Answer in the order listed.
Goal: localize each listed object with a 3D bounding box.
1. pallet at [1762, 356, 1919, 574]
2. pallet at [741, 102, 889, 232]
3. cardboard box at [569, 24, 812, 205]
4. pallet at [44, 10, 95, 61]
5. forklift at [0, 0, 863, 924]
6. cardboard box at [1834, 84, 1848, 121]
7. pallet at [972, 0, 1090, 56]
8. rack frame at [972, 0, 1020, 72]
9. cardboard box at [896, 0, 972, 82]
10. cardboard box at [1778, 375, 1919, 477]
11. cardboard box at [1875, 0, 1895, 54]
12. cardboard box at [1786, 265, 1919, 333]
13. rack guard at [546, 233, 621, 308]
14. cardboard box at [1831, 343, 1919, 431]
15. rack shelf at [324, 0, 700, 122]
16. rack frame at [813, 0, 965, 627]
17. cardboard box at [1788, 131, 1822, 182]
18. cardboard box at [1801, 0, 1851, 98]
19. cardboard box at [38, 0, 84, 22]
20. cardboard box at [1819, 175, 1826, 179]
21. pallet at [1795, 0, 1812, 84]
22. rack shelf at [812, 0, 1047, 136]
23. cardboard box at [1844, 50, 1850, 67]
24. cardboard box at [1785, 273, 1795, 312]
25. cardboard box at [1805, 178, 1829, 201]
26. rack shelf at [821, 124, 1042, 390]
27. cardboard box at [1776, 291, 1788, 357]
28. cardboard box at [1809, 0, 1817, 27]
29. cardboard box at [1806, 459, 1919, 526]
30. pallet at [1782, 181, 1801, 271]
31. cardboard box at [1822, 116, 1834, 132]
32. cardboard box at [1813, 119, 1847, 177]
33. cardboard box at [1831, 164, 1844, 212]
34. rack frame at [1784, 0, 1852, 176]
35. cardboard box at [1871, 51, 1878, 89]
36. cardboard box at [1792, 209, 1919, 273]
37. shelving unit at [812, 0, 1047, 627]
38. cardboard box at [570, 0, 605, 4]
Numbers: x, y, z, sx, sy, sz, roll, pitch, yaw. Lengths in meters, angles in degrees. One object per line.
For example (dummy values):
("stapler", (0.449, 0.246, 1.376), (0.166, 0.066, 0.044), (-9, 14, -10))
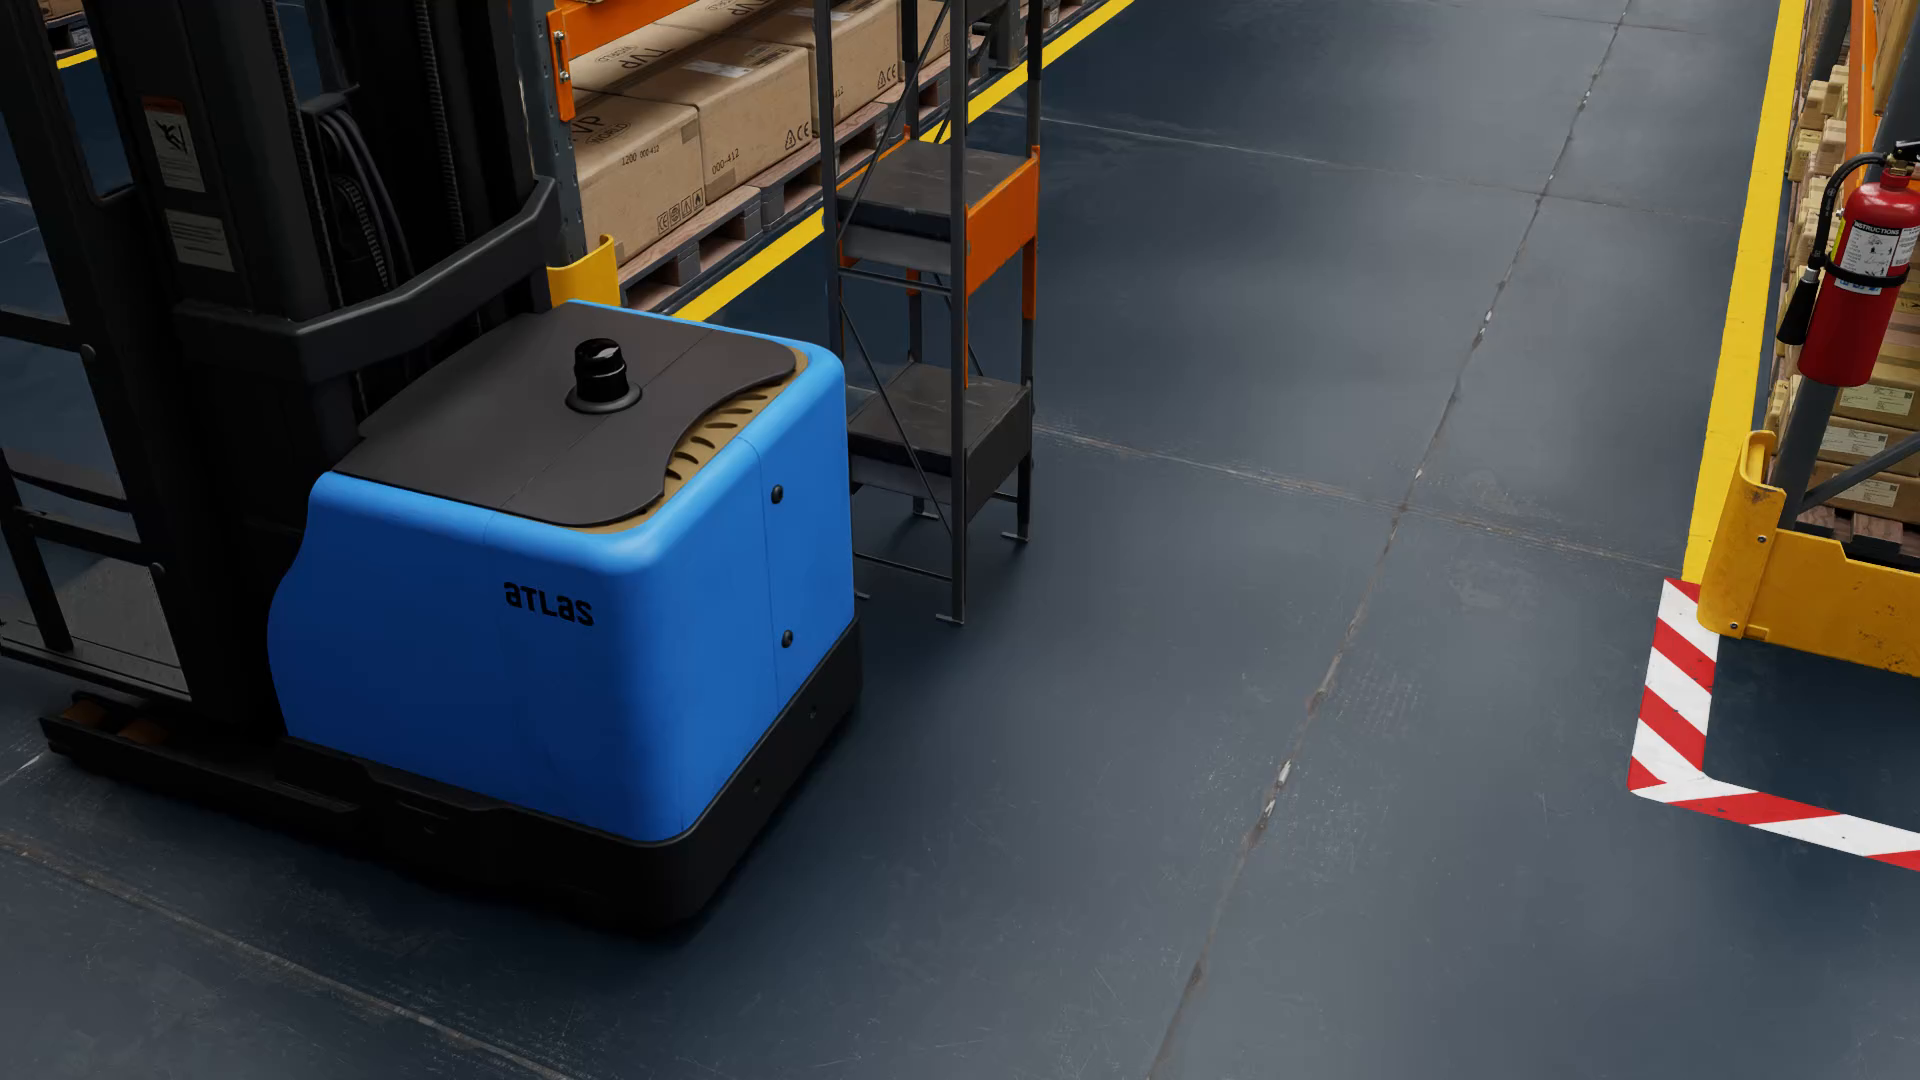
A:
("pallet", (3.121, -0.178, 5.329), (1.003, 0.211, 1.213), (14, 36, 20))
("pallet", (-1.046, -1.850, 7.879), (1.003, 0.211, 1.213), (14, 36, 20))
("cardboard box", (-1.260, -1.908, 7.378), (0.875, 0.438, 0.875), (15, 36, 22))
("pallet", (-5.455, -3.006, 9.642), (1.003, 0.211, 1.213), (14, 36, 20))
("forklift", (-1.832, -0.852, 3.876), (3.031, 2.935, 1.130), (13, 35, 18))
("cardboard box", (3.828, -1.749, 6.856), (0.380, 0.149, 0.250), (14, 36, 20))
("pallet", (0.107, -3.222, 9.972), (1.003, 0.211, 1.213), (14, 36, 20))
("rack frame", (-0.147, -3.987, 8.595), (1.000, 3.000, 0.127), (14, 36, 20))
("cardboard box", (-0.508, -2.803, 8.743), (0.875, 0.438, 0.875), (14, 36, 20))
("cardboard box", (2.679, -0.346, 4.987), (0.380, 0.149, 0.250), (13, 36, 19))
("cardboard box", (2.892, -1.614, 4.613), (0.500, 0.500, 0.500), (14, 36, 20))
("cardboard box", (2.859, -0.734, 5.308), (0.380, 0.149, 0.250), (13, 36, 19))
("rack guard", (-1.831, -0.937, 6.224), (1.175, 0.500, 0.348), (14, 36, 20))
("cardboard box", (2.709, -0.464, 4.896), (0.380, 0.149, 0.250), (15, 36, 21))
("rack shelf", (-0.984, -2.690, 7.273), (1.077, 0.370, 4.000), (14, 36, 20))
("rack frame", (-0.171, -0.674, 4.363), (0.400, 2.100, 0.015), (14, 36, 20))
("cardboard box", (3.835, -1.645, 7.240), (0.380, 0.149, 0.250), (15, 36, 22))
("cardboard box", (4.472, -2.458, 8.160), (0.500, 0.500, 0.500), (13, 36, 20))
("cardboard box", (-5.284, -3.202, 9.294), (0.500, 0.500, 0.500), (15, 36, 21))
("cardboard box", (3.718, -1.371, 6.823), (0.380, 0.149, 0.250), (13, 36, 20))
("pallet", (5.224, -2.733, 9.226), (1.003, 0.211, 1.213), (14, 36, 20))
("rack shelf", (-0.069, -1.370, 4.172), (0.431, 0.518, 0.480), (14, 36, 20))
("cardboard box", (4.059, -2.010, 7.254), (0.380, 0.149, 0.250), (16, 36, 22))
("cardboard box", (3.100, -0.866, 5.780), (0.380, 0.149, 0.250), (15, 36, 21))
("cardboard box", (3.440, -1.250, 6.366), (0.380, 0.149, 0.250), (14, 36, 20))
("rack shelf", (-0.069, -0.784, 4.556), (0.431, 0.518, 0.480), (14, 36, 20))
("cardboard box", (3.094, -0.733, 5.850), (0.380, 0.149, 0.250), (13, 35, 18))
("cardboard box", (4.905, -2.968, 8.938), (0.500, 0.500, 0.500), (13, 36, 19))
("cardboard box", (2.748, -0.203, 5.041), (0.380, 0.149, 0.250), (15, 36, 21))
("pallet", (4.142, -1.393, 7.182), (1.003, 0.211, 1.213), (14, 36, 20))
("cardboard box", (3.924, -1.756, 7.138), (0.380, 0.149, 0.250), (14, 36, 21))
("cardboard box", (3.559, -1.506, 6.485), (0.380, 0.149, 0.250), (15, 36, 21))
("cardboard box", (3.382, -1.237, 6.076), (0.380, 0.149, 0.250), (14, 36, 21))
("rack frame", (4.391, -2.902, 6.940), (1.000, 3.000, 0.127), (14, 36, 20))
("cardboard box", (2.912, -1.408, 4.890), (0.380, 0.149, 0.250), (15, 36, 22))
("cardboard box", (3.087, -0.995, 5.706), (0.380, 0.149, 0.250), (16, 36, 22))
("shelving unit", (-0.069, -0.796, 4.549), (0.431, 2.100, 0.503), (14, 36, 20))
("cardboard box", (-1.359, -2.210, 5.793), (0.500, 0.500, 0.500), (14, 36, 20))
